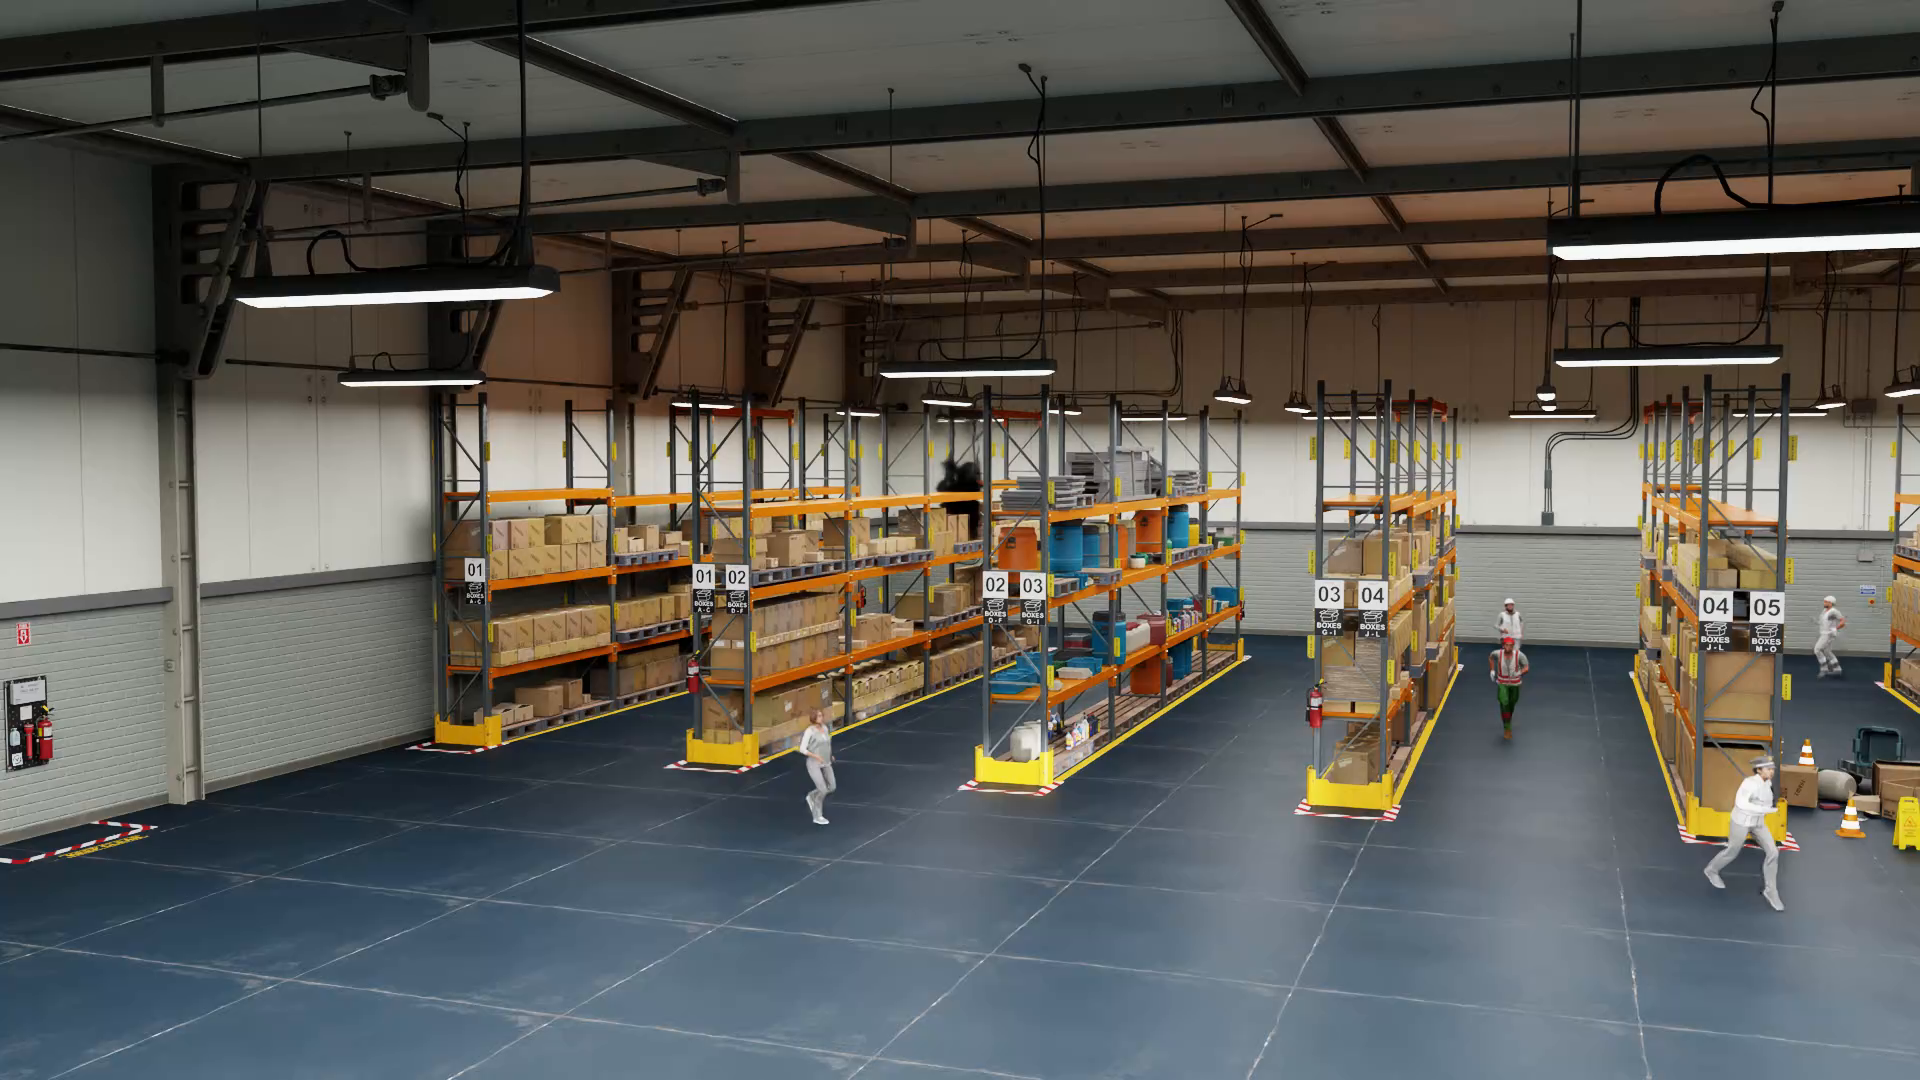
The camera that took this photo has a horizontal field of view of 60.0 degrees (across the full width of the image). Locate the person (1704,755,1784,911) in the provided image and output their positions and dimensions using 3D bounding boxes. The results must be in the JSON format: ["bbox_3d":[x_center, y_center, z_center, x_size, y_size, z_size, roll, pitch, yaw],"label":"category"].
[{"bbox_3d":[8.737,3.194,18.520,0.612,1.691,0.992,-1,3,-24],"label":"person"}]

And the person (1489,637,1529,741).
[{"bbox_3d":[9.655,2.569,29.261,0.659,1.784,1.067,1,3,13],"label":"person"}]

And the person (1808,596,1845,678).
[{"bbox_3d":[19.175,2.149,36.810,0.705,1.824,0.632,1,3,12],"label":"person"}]

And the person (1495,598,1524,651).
[{"bbox_3d":[12.114,2.159,36.617,0.662,1.744,0.996,0,3,8],"label":"person"}]

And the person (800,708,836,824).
[{"bbox_3d":[-1.909,3.031,22.350,0.555,1.542,0.533,3,4,42],"label":"person"}]
